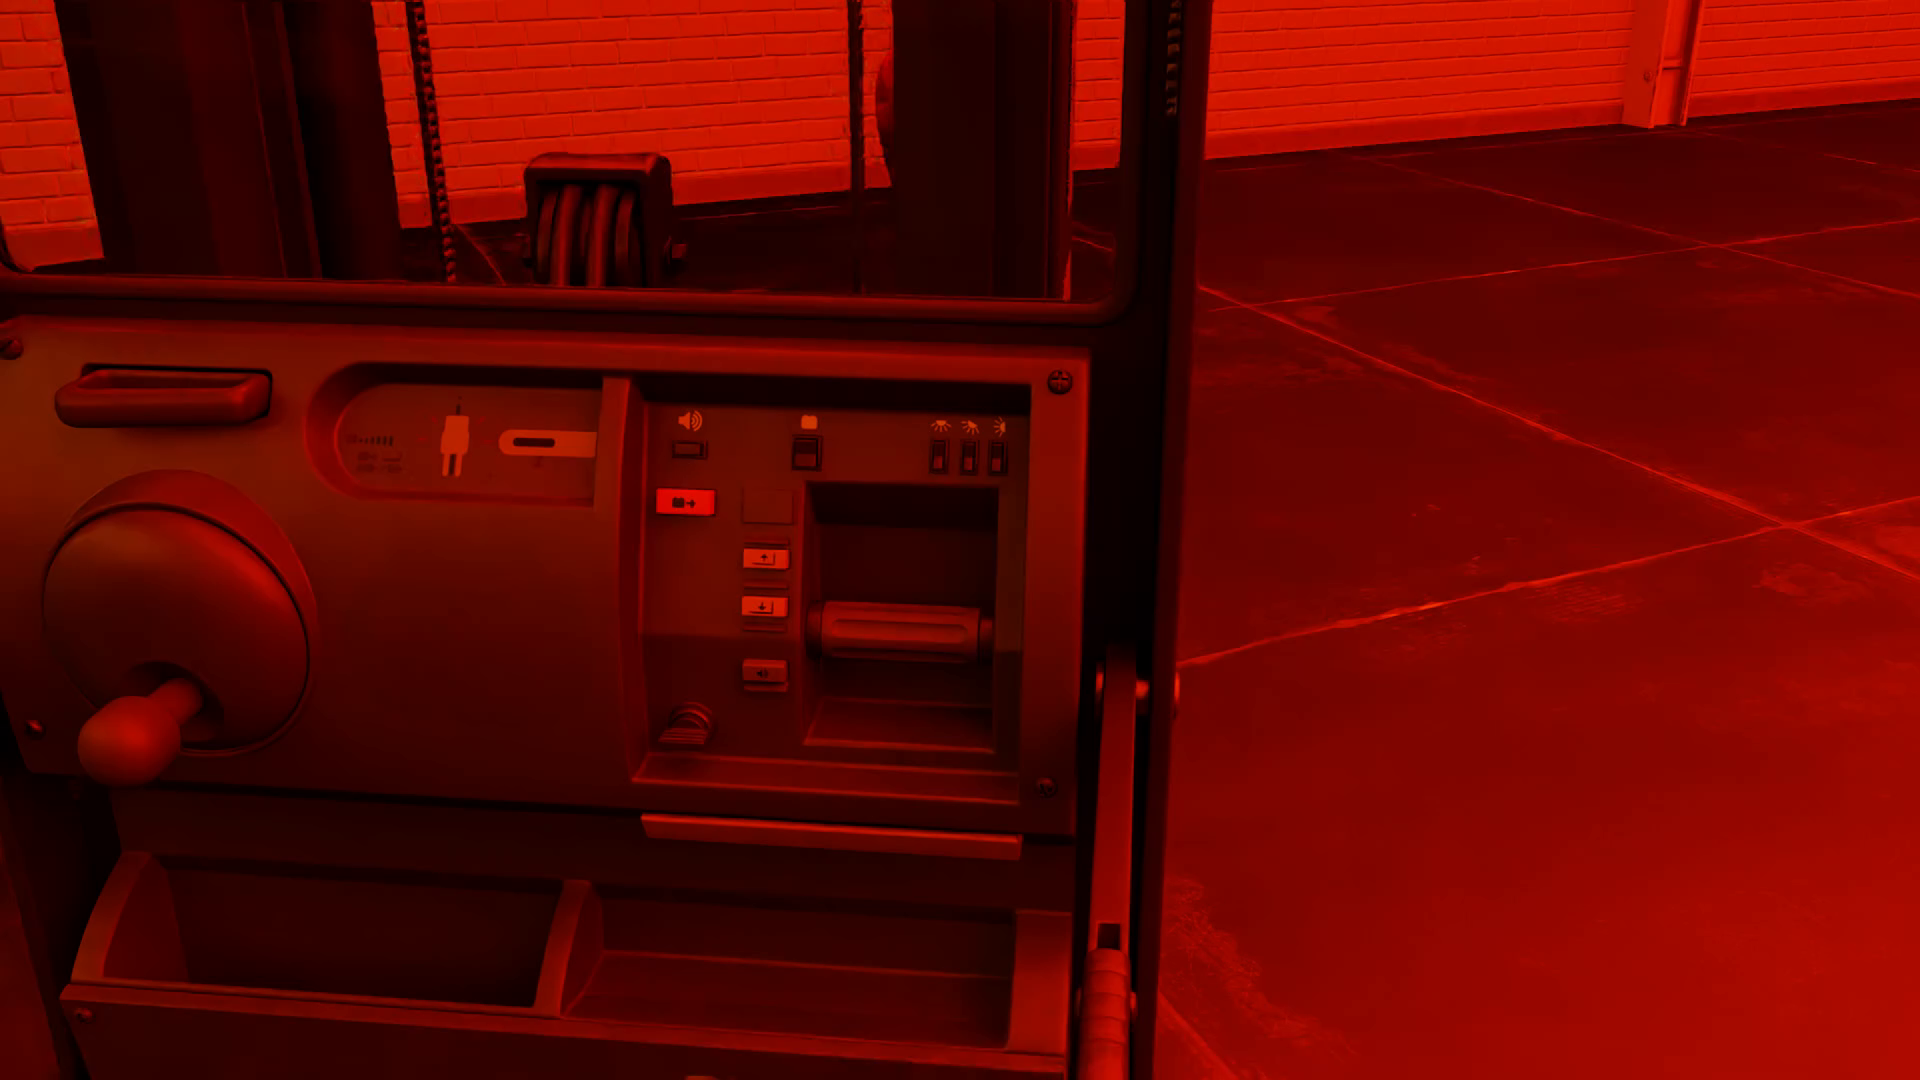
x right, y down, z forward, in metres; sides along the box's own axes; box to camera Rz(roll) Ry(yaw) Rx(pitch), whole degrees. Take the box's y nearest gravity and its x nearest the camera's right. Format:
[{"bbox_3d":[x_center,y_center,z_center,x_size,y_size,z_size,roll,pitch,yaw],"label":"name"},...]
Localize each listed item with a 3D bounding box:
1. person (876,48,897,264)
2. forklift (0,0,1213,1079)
[{"bbox_3d":[0.086,-0.815,4.797,0.551,1.727,0.640,-10,25,-23],"label":"person"},{"bbox_3d":[-0.383,0.045,1.177,1.130,2.935,3.031,2,23,6],"label":"forklift"}]
